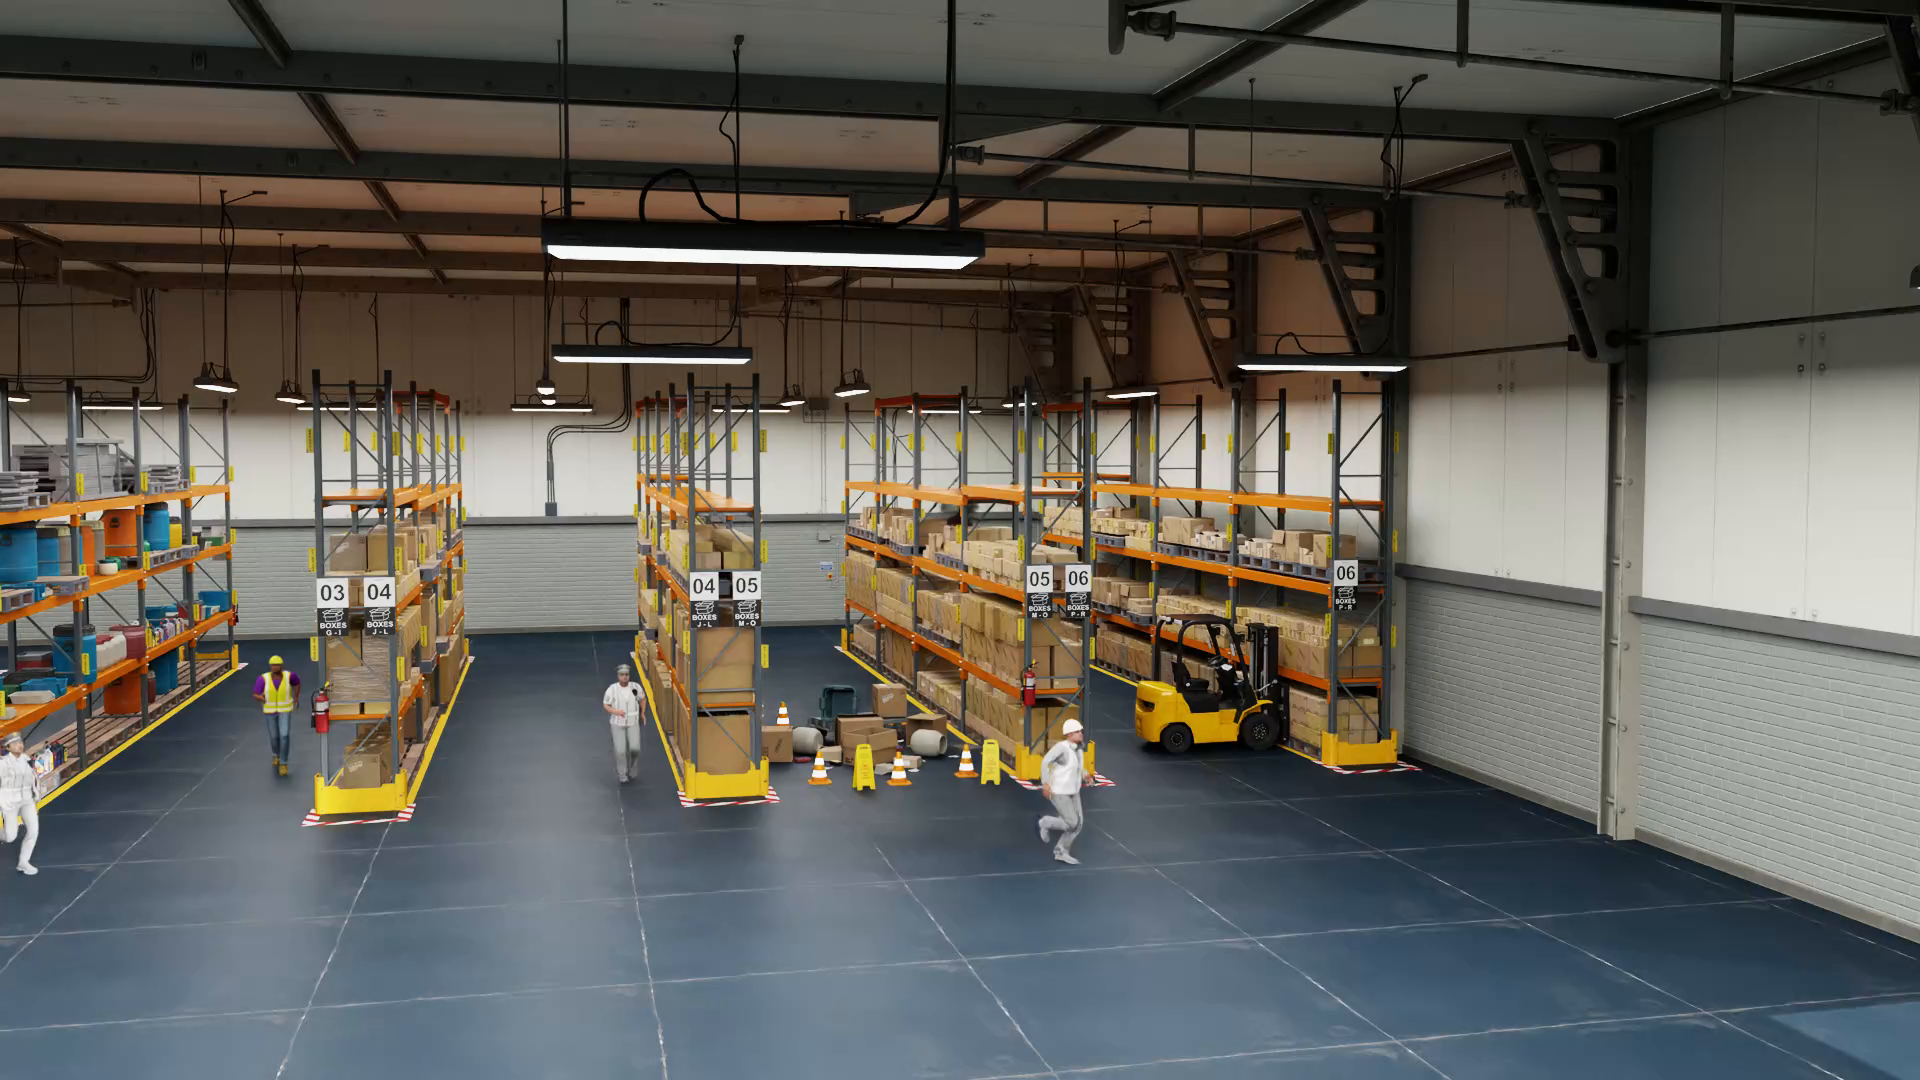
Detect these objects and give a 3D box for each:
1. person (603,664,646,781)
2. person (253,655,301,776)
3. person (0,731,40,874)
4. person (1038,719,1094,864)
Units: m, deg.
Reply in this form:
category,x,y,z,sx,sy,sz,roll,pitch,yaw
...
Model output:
category,x,y,z,sx,sy,sz,roll,pitch,yaw
person,-4.929,2.706,24.569,0.651,1.743,0.607,-1,3,-18
person,-10.432,2.644,25.396,0.640,1.796,0.890,-1,3,-15
person,-11.098,3.064,19.518,0.711,1.658,0.634,2,4,30
person,1.266,3.007,19.931,0.681,1.730,0.693,3,4,37
